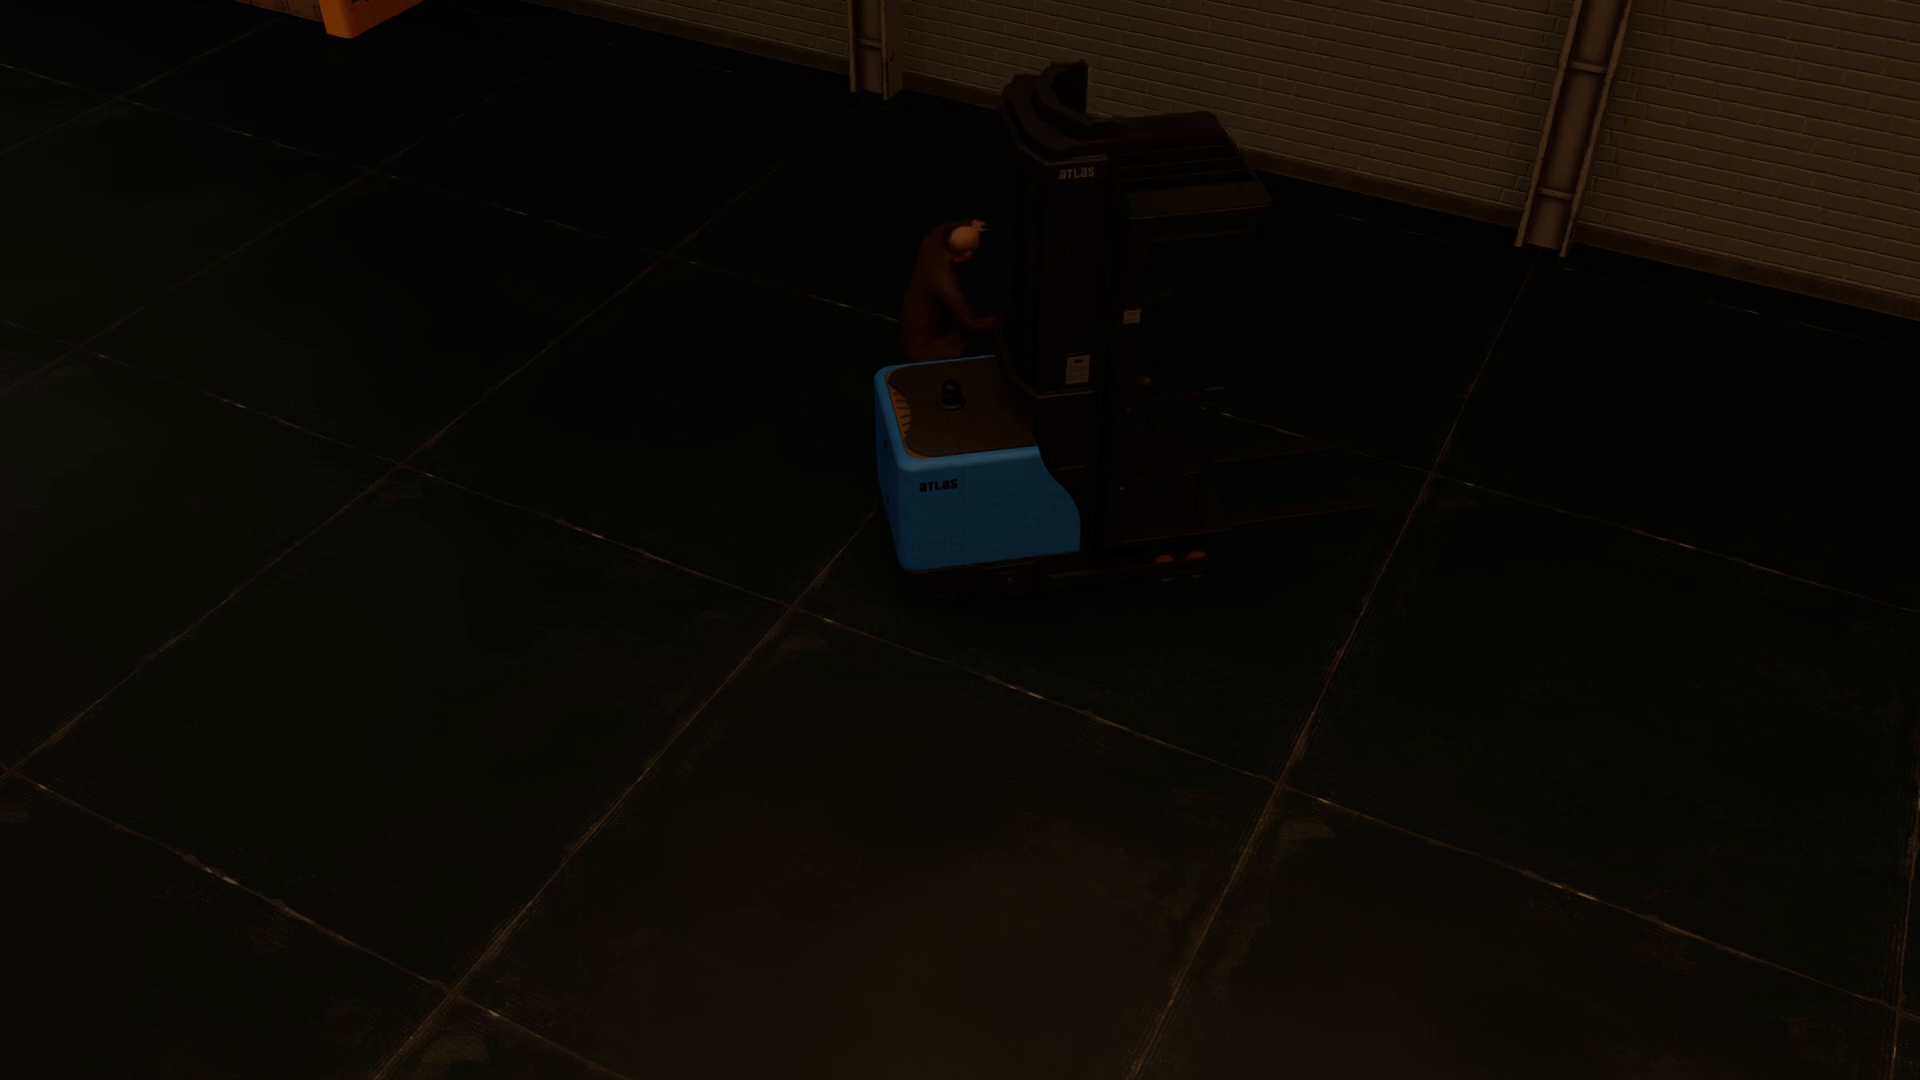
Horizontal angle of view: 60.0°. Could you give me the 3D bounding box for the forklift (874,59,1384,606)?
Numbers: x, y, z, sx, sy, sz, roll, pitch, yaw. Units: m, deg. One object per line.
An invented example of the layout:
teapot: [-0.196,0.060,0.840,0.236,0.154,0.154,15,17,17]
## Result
forklift: [1.046,-1.200,9.411,3.031,2.935,1.130,-7,41,-8]

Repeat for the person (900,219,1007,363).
person: [0.024,-1.314,10.665,0.807,1.480,1.625,-8,41,-10]
